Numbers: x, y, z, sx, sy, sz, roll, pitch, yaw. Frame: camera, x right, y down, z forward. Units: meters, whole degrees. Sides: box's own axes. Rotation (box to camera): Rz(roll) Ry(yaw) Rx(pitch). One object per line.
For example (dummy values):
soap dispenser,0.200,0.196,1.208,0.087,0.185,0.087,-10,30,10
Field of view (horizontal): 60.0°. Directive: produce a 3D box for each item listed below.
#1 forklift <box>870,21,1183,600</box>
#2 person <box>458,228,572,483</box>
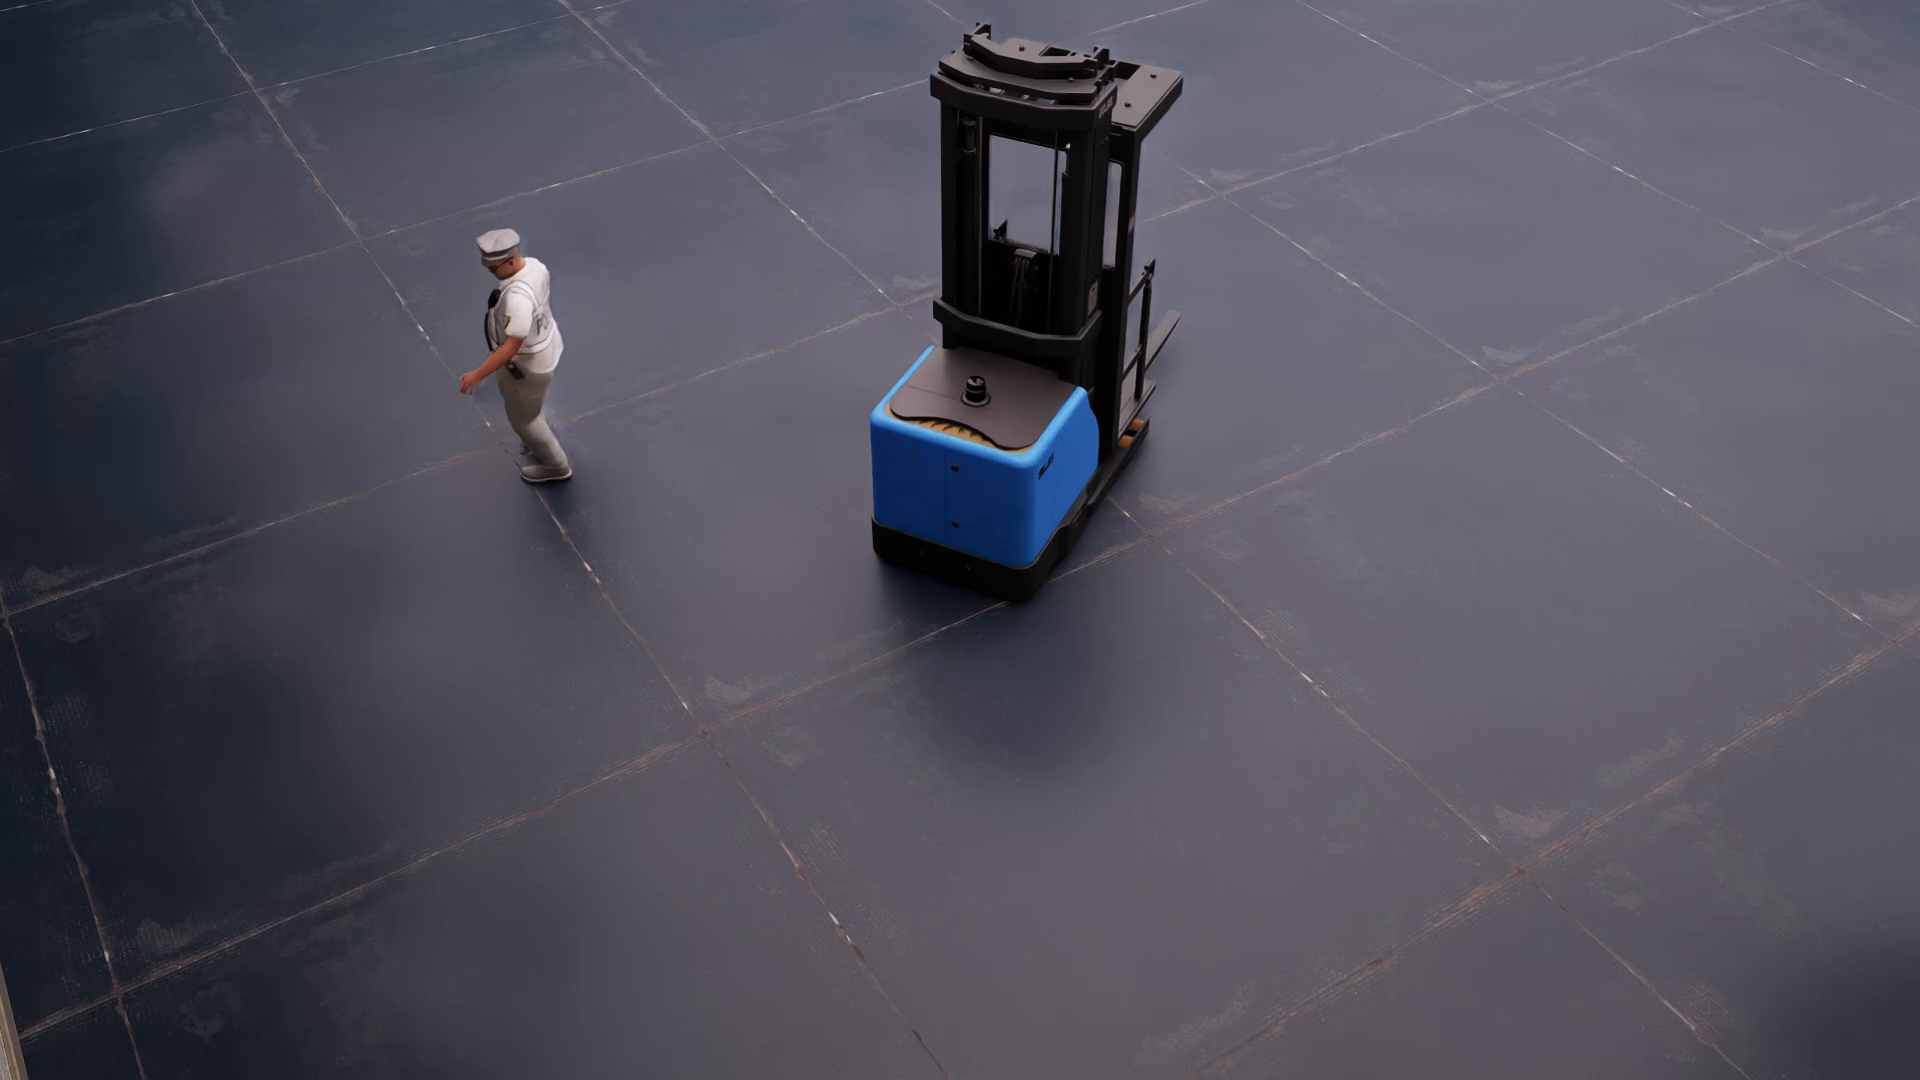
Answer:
forklift,0.576,-1.727,9.847,1.130,2.935,3.031,18,44,19
person,-2.658,-1.072,10.062,0.493,1.780,0.923,2,41,3
